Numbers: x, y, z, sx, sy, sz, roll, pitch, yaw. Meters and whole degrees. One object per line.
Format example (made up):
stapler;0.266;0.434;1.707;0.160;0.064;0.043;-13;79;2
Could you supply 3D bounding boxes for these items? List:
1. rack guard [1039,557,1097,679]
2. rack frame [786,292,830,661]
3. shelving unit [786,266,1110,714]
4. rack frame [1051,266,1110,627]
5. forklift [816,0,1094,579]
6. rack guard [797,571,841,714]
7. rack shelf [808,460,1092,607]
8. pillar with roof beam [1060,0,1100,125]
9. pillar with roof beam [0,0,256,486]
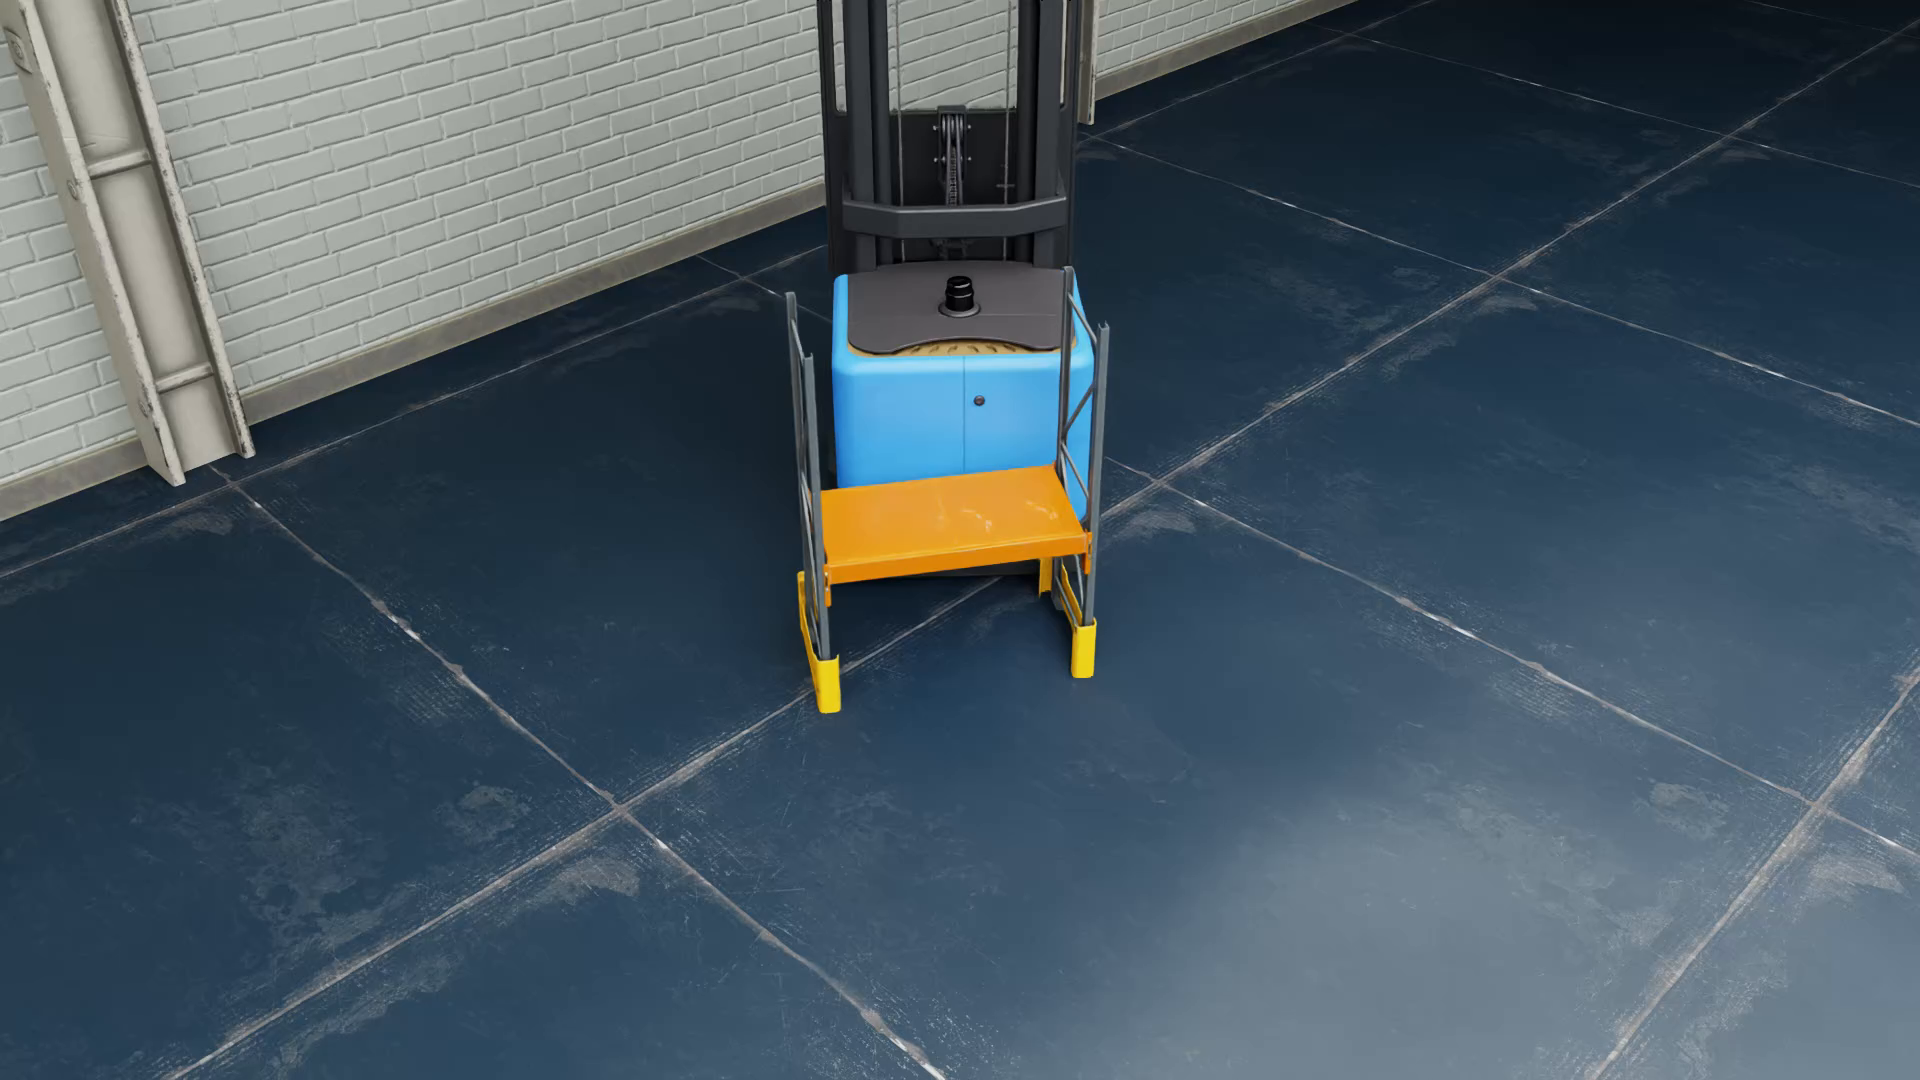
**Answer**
rack guard;0.425;0.272;6.641;0.087;0.250;0.587;-7;35;-10
rack frame;-0.551;-0.123;6.115;0.032;1.500;0.500;-7;35;-10
shelving unit;-0.062;-0.182;6.199;1.083;1.500;0.587;-7;35;-10
rack frame;0.444;-0.243;6.287;0.032;1.500;0.500;-7;35;-10
forklift;-0.056;-1.858;7.351;1.130;2.935;3.031;-2;35;-2
rack guard;-0.550;0.390;6.472;0.087;0.250;0.587;-7;35;-10
rack shelf;-0.054;-0.035;6.304;1.000;0.185;0.538;-7;35;-10
pillar with roof beam;3.723;-4.777;6.233;9.100;9.000;0.400;30;45;35
pillar with roof beam;-0.505;-2.341;2.740;9.100;9.000;0.400;30;45;35
